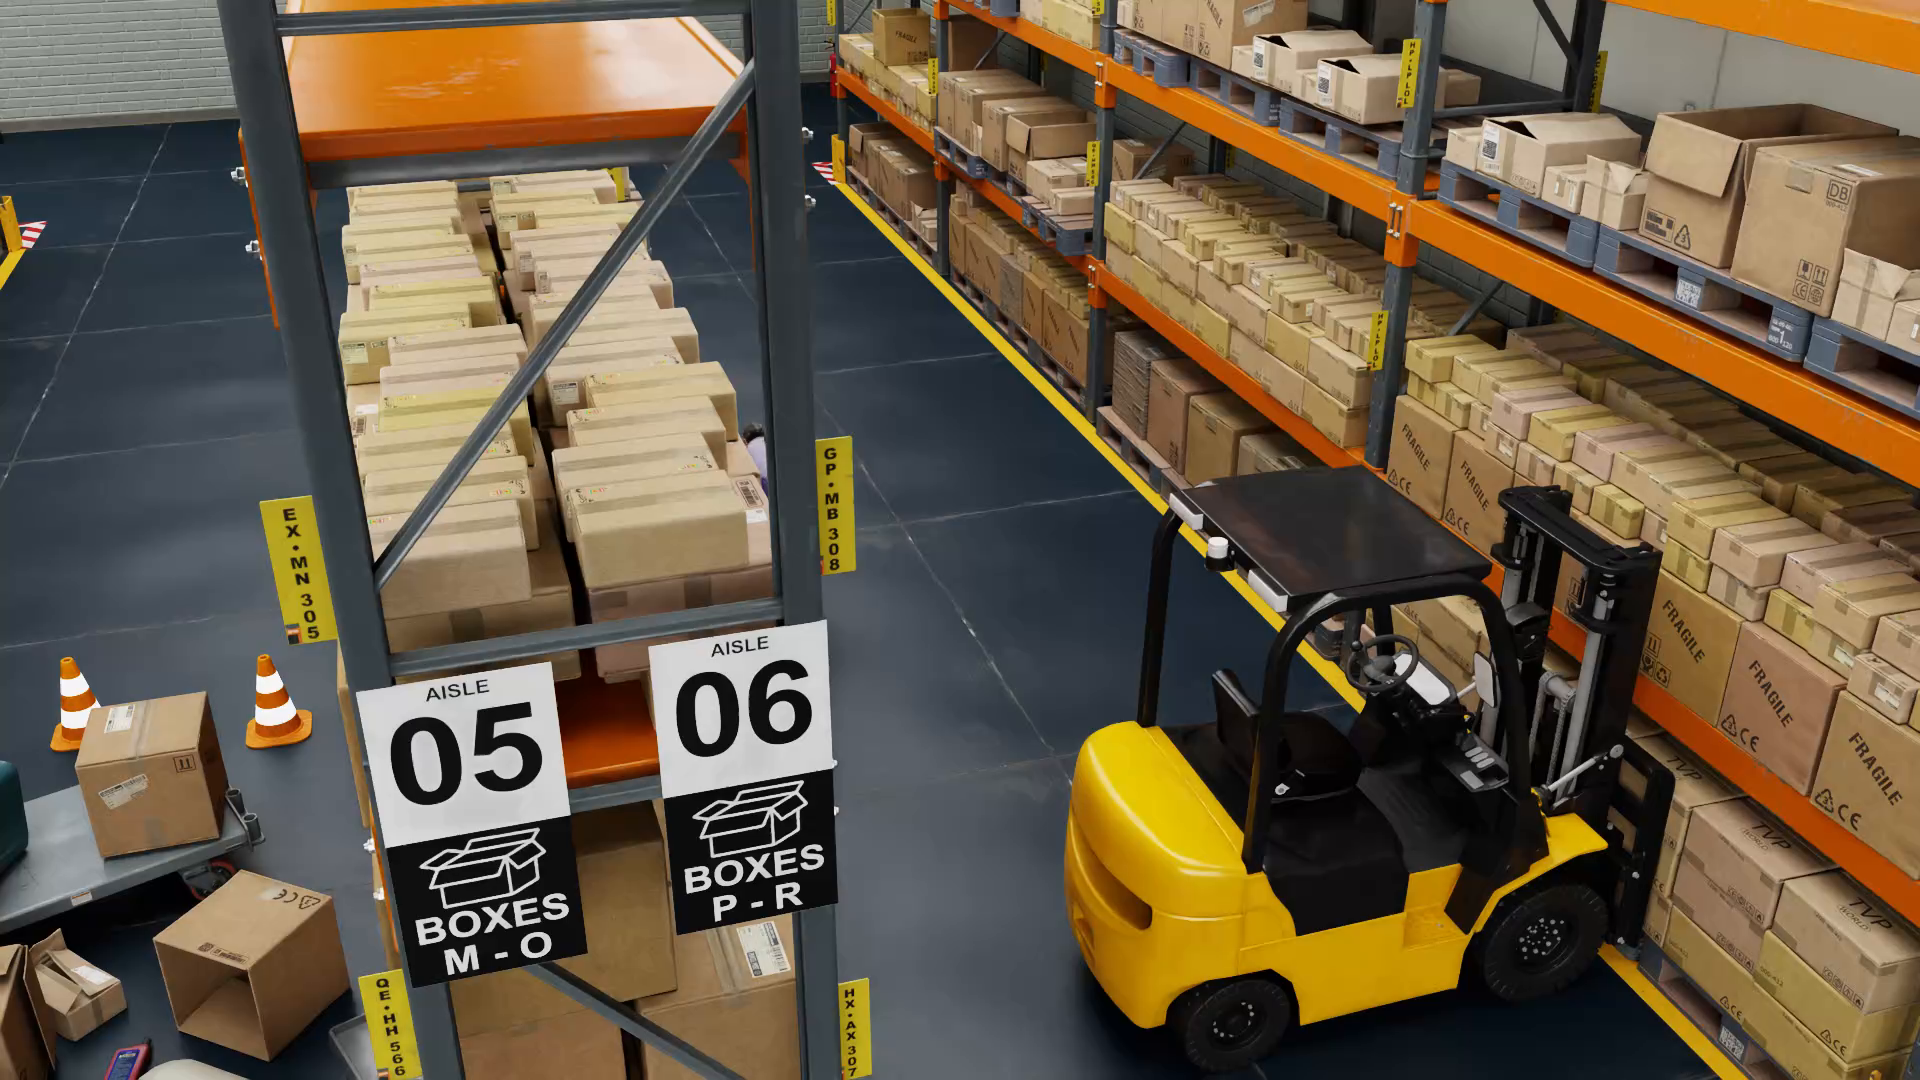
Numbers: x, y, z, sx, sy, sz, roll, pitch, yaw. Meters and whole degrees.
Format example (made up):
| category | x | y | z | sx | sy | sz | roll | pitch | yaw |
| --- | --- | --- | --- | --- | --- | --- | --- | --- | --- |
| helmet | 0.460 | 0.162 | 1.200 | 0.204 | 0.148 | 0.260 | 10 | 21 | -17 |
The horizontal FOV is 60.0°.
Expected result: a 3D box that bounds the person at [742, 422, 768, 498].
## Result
| category | x | y | z | sx | sy | sz | roll | pitch | yaw |
| --- | --- | --- | --- | --- | --- | --- | --- | --- | --- |
| person | -1.146 | -0.110 | 10.237 | 0.456 | 1.072 | 0.903 | -9 | 28 | -18 |
